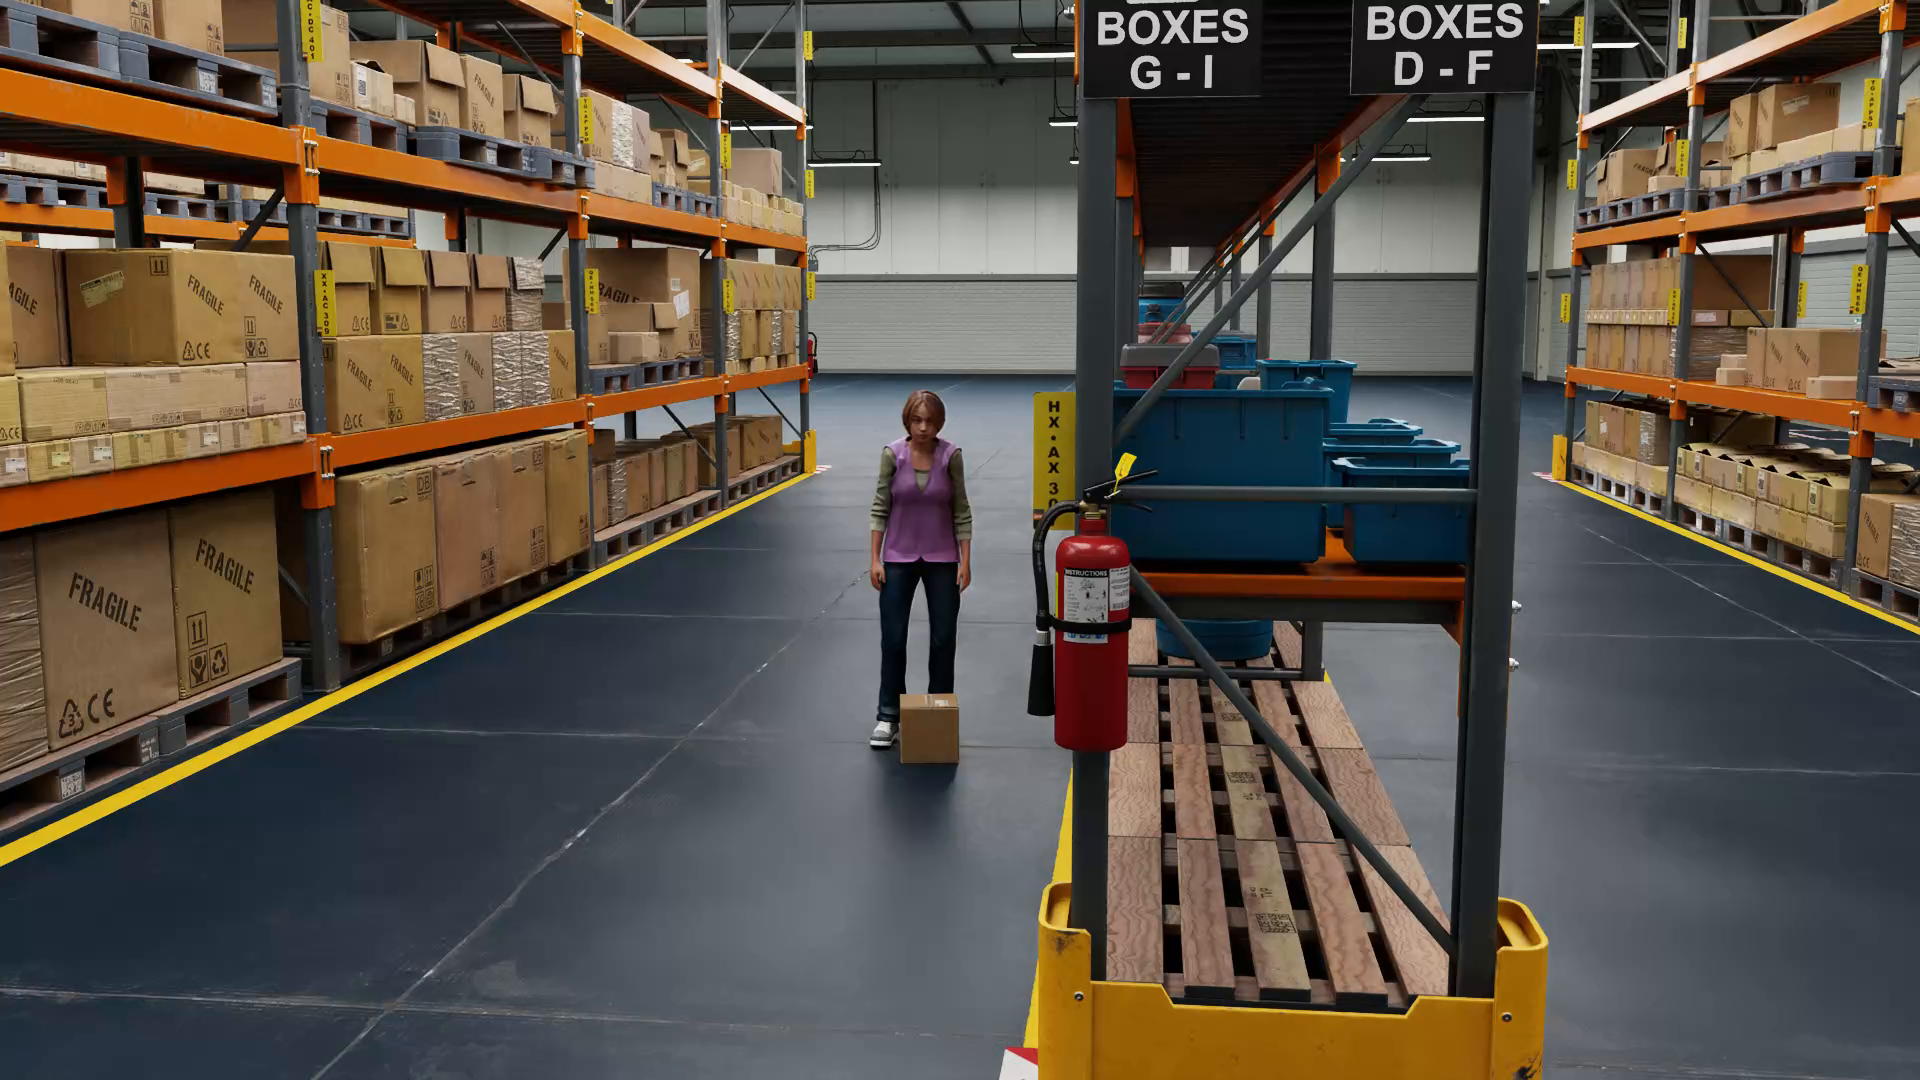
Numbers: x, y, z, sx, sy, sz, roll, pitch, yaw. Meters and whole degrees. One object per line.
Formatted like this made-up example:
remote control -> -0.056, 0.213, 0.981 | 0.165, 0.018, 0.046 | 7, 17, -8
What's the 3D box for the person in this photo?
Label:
person -> -0.175, 0.122, 7.451 | 0.463, 1.593, 0.343 | 0, 8, -1
